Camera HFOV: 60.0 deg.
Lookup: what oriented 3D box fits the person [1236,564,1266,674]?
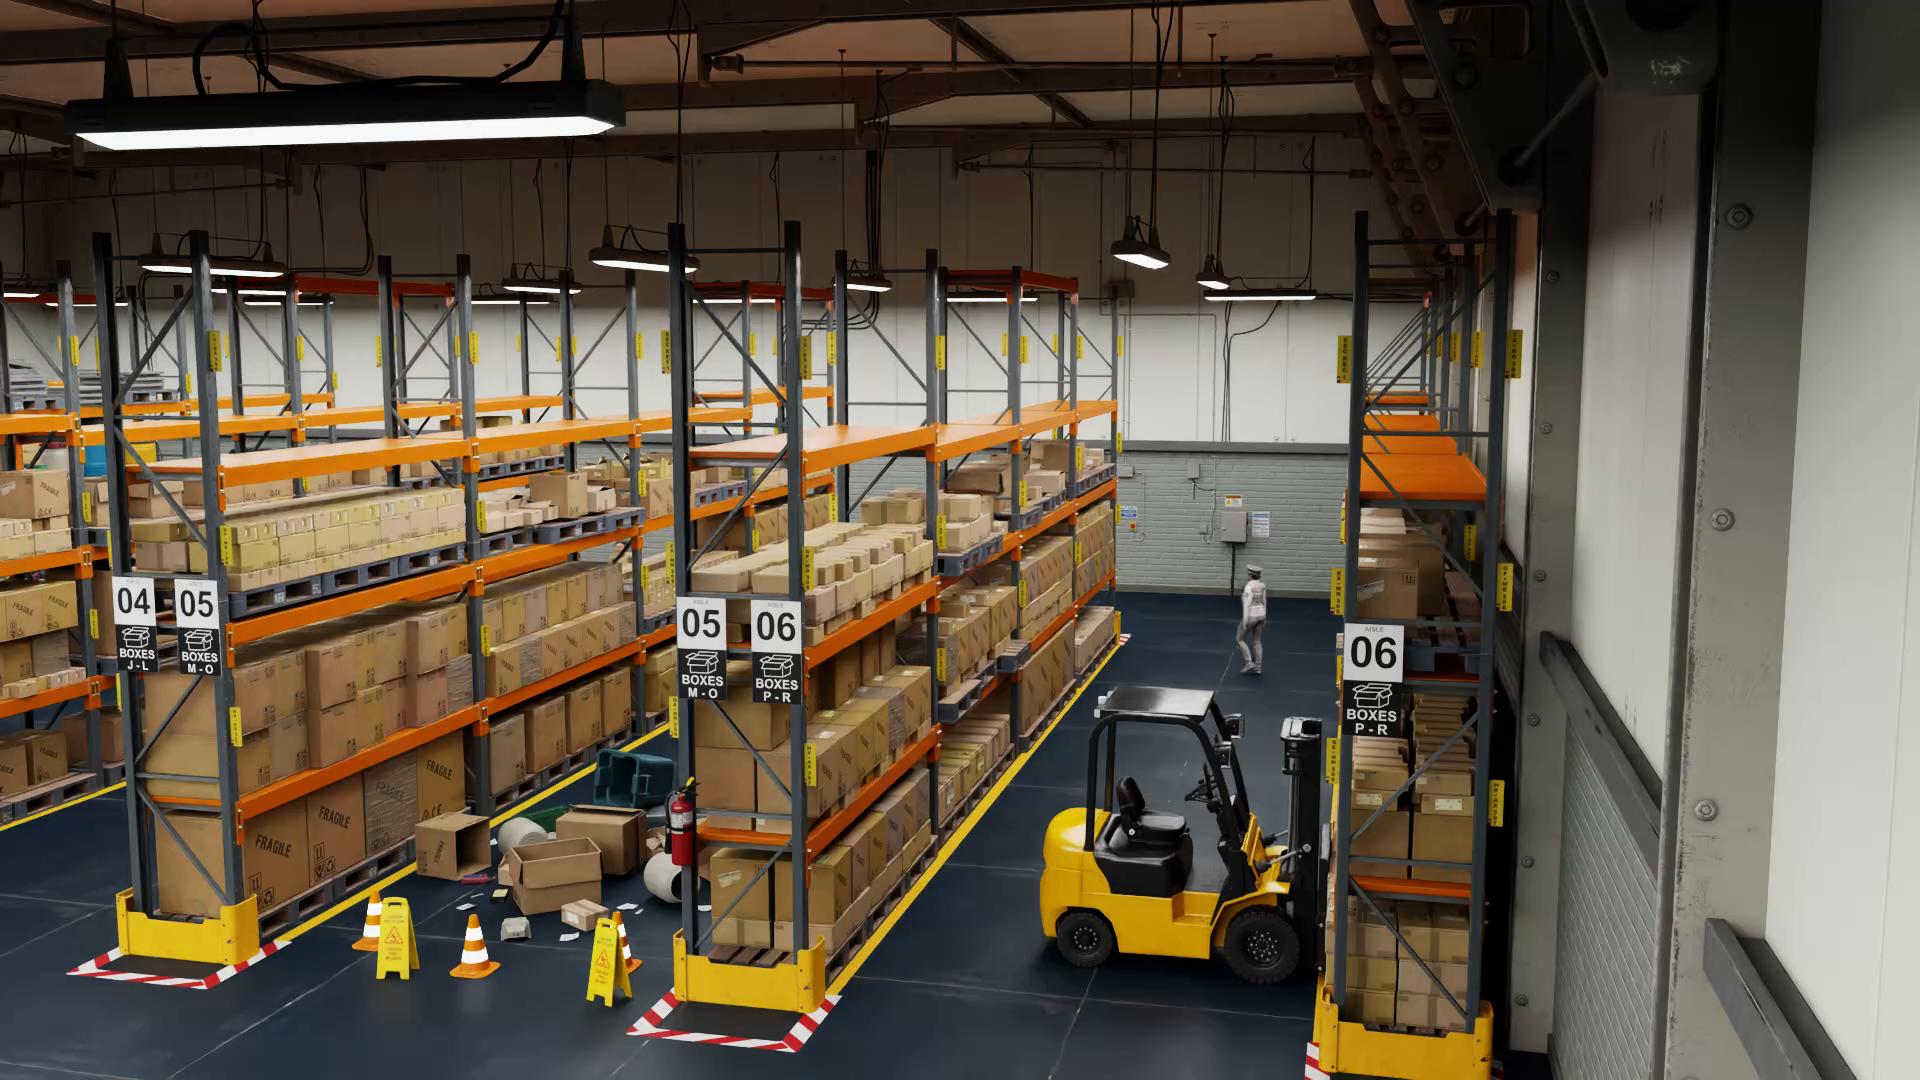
[{"bbox_3d":[4.510,1.224,25.603,0.520,1.690,0.370,-5,9,-38],"label":"person"}]

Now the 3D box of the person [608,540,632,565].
[{"bbox_3d":[-5.984,0.761,29.763,0.562,1.579,0.691,3,7,21],"label":"person"}]
